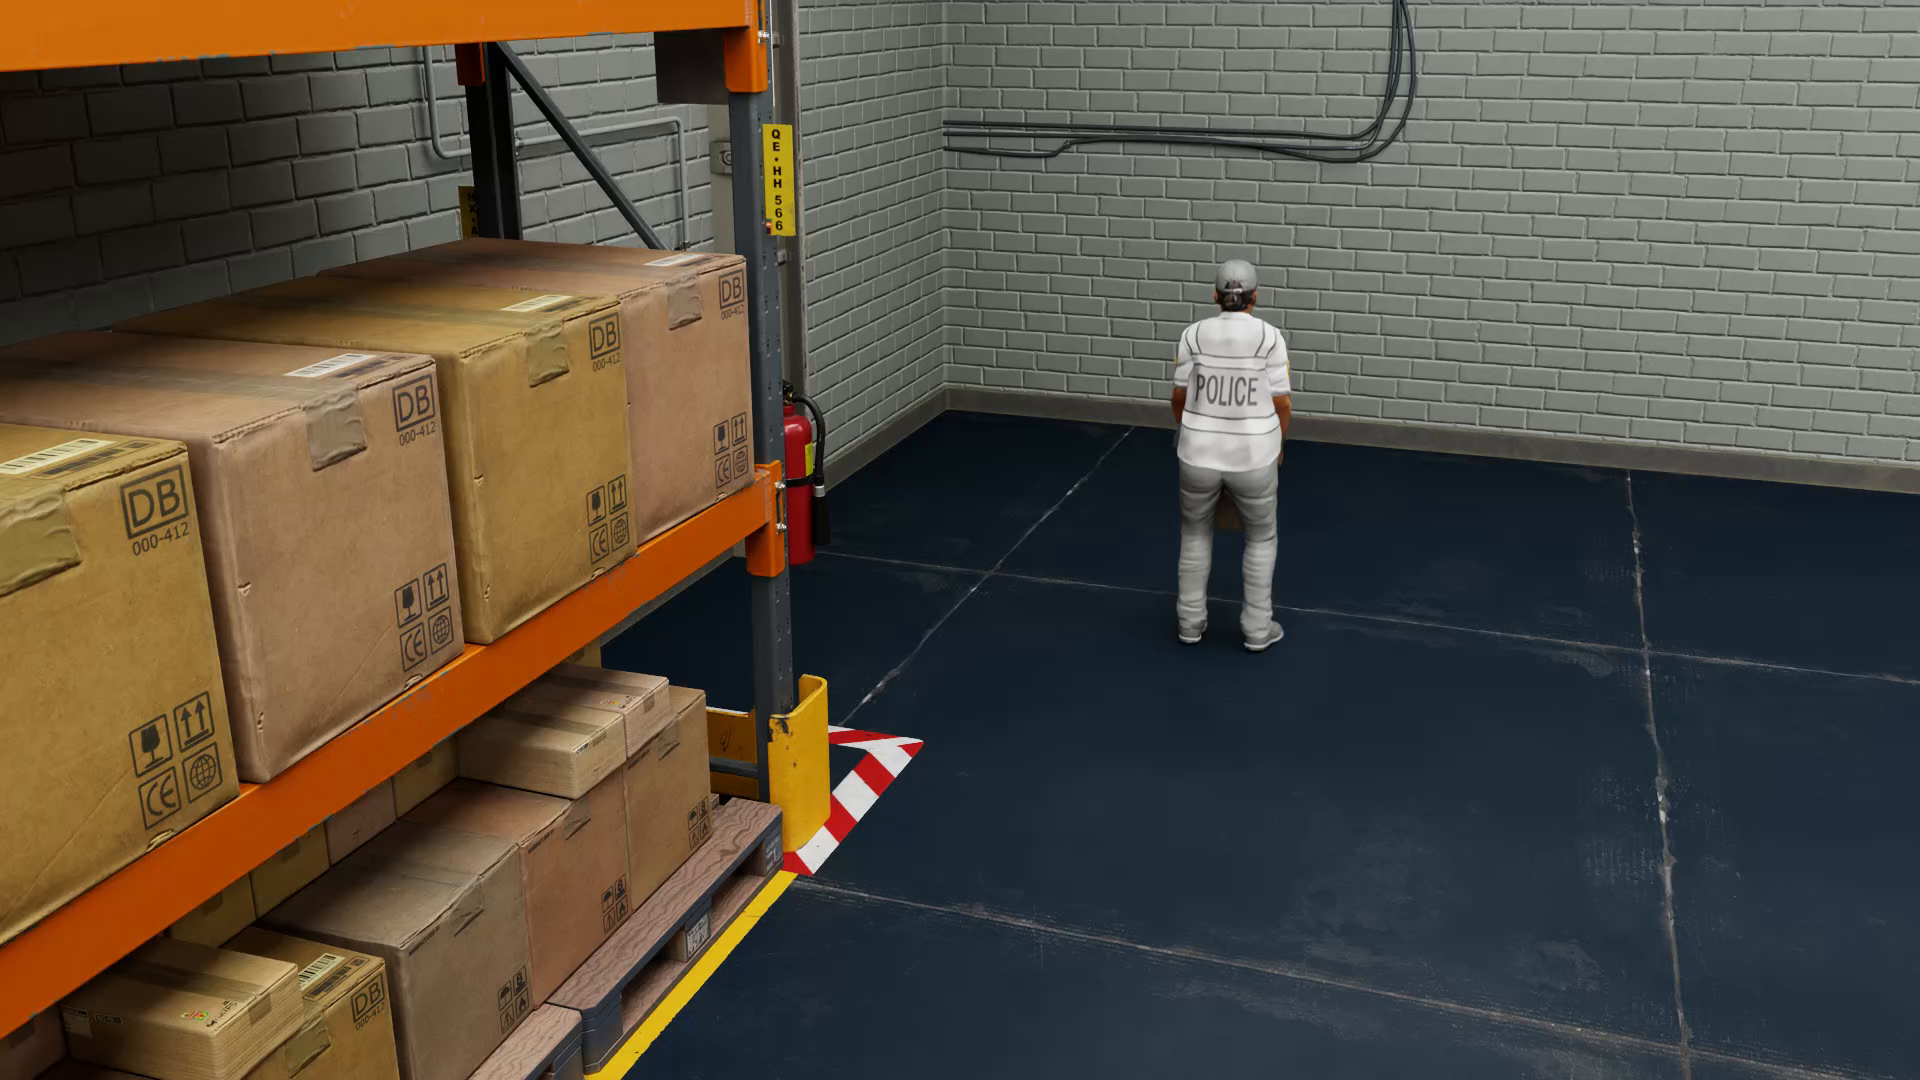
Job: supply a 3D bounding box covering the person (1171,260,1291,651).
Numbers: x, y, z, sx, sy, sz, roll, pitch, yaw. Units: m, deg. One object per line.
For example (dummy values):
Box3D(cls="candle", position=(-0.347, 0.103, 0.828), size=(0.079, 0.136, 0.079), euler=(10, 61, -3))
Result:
Box3D(cls="person", position=(1.152, -0.350, 7.072), size=(0.521, 1.671, 0.429), euler=(6, 20, 17))
